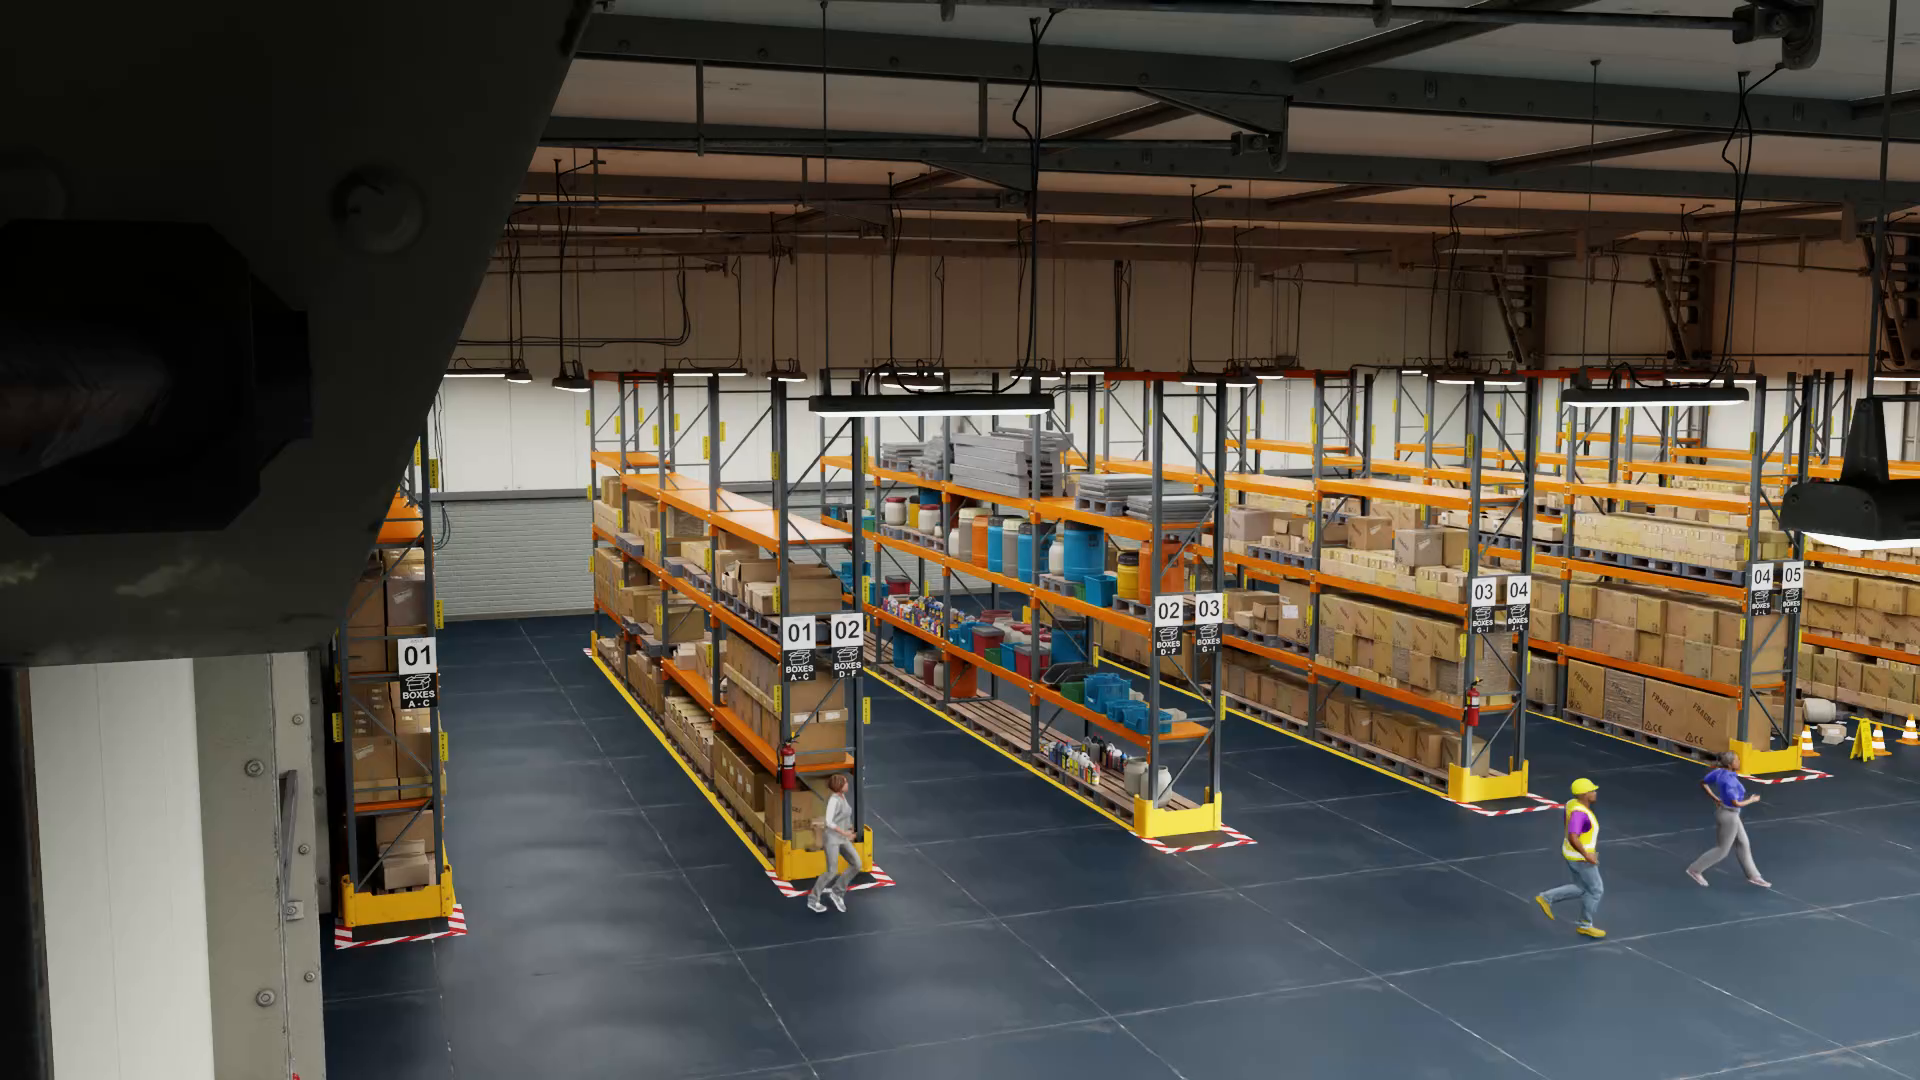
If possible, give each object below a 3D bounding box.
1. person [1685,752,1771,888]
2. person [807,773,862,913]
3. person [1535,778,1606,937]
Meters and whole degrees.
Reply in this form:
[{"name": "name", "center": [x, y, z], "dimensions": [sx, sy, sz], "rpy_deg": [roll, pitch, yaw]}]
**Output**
[{"name": "person", "center": [9.123, 3.304, 19.672], "dimensions": [0.995, 1.636, 0.586], "rpy_deg": [1, 7, 13]}, {"name": "person", "center": [-1.407, 3.438, 18.961], "dimensions": [0.592, 1.560, 0.592], "rpy_deg": [2, 7, 17]}, {"name": "person", "center": [6.706, 3.453, 18.188], "dimensions": [0.739, 1.737, 0.719], "rpy_deg": [1, 6, 10]}]
